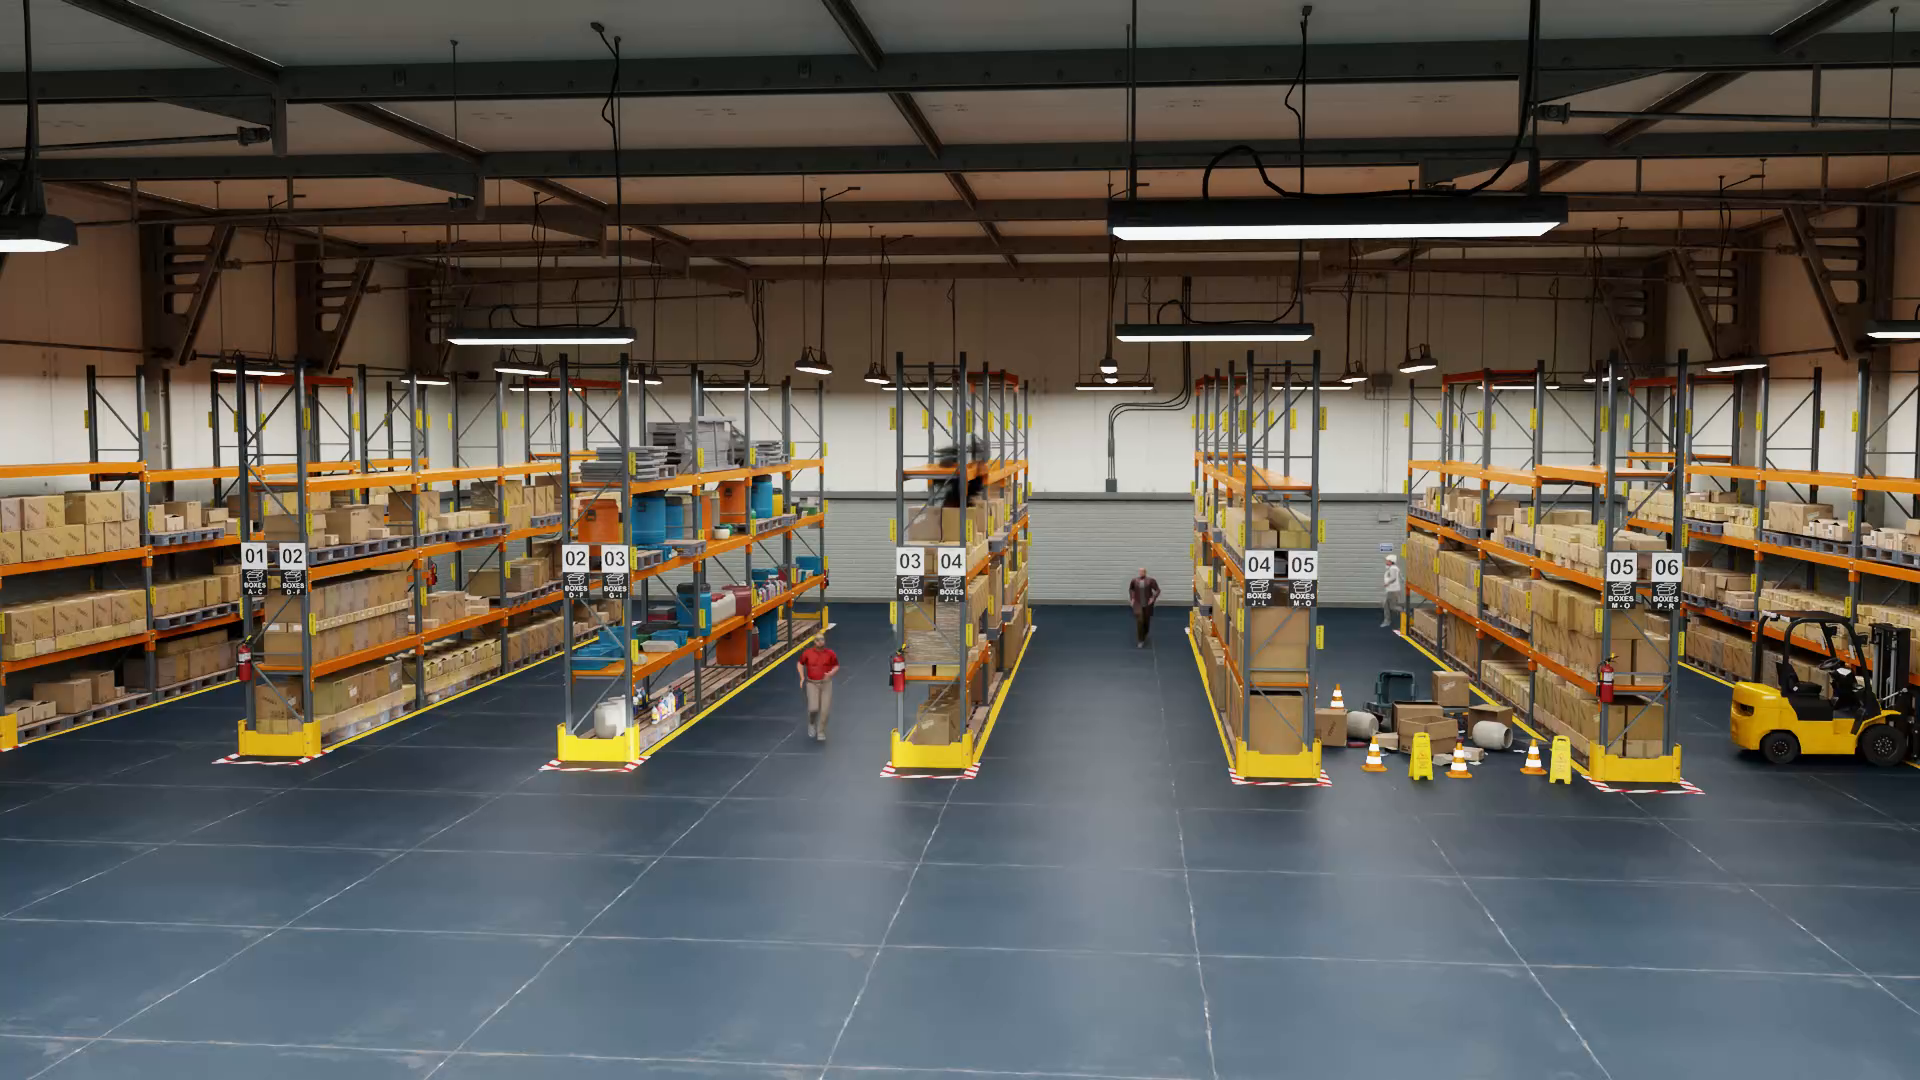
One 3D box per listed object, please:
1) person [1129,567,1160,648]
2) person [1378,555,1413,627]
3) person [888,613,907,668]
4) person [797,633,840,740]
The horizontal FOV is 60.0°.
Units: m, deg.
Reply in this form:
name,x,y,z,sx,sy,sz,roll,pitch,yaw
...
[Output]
name,x,y,z,sx,sy,sz,roll,pitch,yaw
person,4.121,1.484,37.201,0.711,1.805,0.888,1,4,11
person,10.581,1.253,40.358,0.829,1.788,0.668,1,4,18
person,-1.129,1.824,32.761,0.560,1.754,0.742,0,4,4
person,-2.203,2.302,26.020,0.651,1.684,0.602,-1,4,-9
